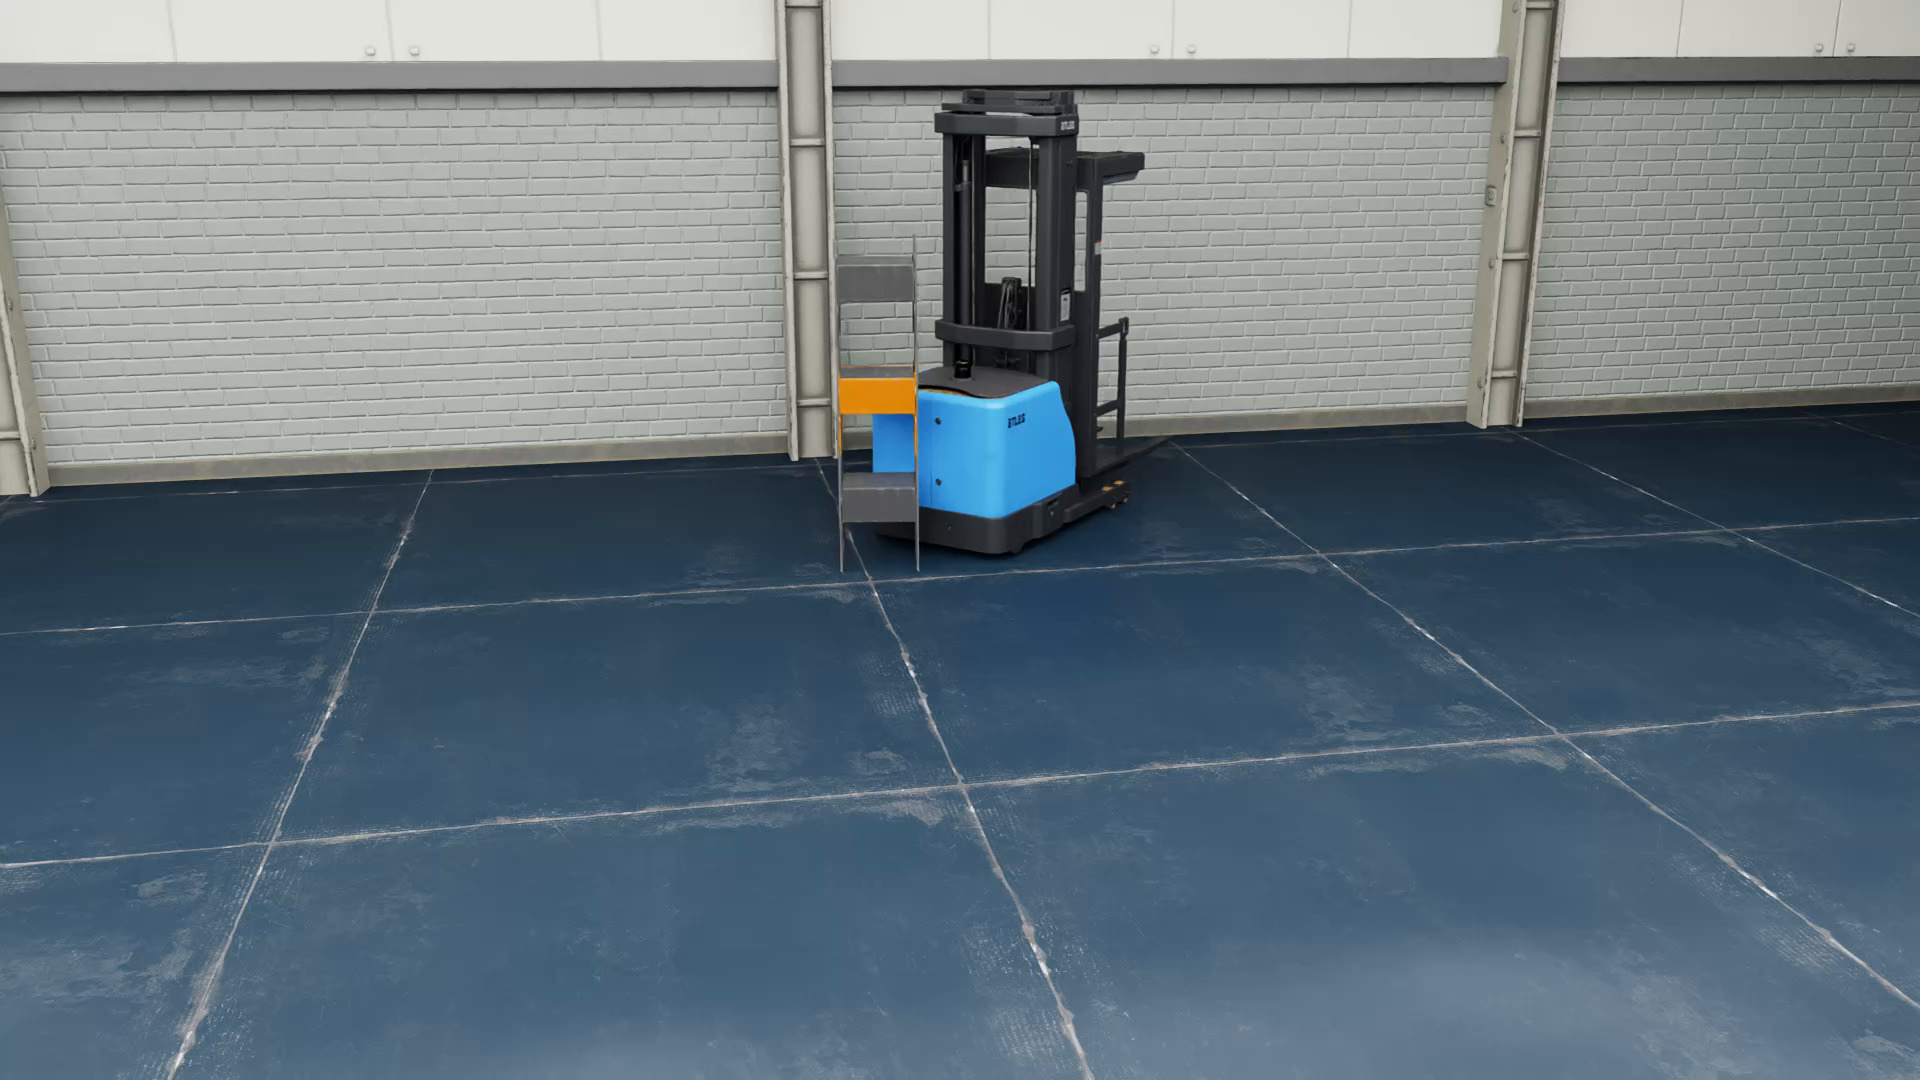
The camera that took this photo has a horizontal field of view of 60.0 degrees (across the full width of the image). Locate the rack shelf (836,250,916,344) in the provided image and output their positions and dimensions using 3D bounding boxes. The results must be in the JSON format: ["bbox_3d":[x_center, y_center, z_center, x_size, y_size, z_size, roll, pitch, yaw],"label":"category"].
[{"bbox_3d":[-0.520,-1.509,10.311,0.480,0.518,0.431,-1,17,-2],"label":"rack shelf"}]

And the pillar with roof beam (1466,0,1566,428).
[{"bbox_3d":[5.516,-4.089,9.297,0.400,9.000,9.100,-3,17,-10],"label":"pillar with roof beam"}]

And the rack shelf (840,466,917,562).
[{"bbox_3d":[-0.520,-0.171,10.722,0.480,0.518,0.431,-1,17,-2],"label":"rack shelf"}]

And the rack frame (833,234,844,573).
[{"bbox_3d":[-0.764,-0.850,10.502,0.015,2.100,0.400,-1,17,-2],"label":"rack frame"}]

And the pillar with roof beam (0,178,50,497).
[{"bbox_3d":[-6.266,-3.420,7.121,0.400,9.000,9.100,-3,17,-10],"label":"pillar with roof beam"}]

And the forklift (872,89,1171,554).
[{"bbox_3d":[0.604,-1.688,11.814,1.130,2.935,3.031,10,20,30],"label":"forklift"}]

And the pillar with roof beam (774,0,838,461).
[{"bbox_3d":[-0.375,-3.754,8.209,0.400,9.000,9.100,-3,17,-10],"label":"pillar with roof beam"}]

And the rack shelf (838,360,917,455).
[{"bbox_3d":[-0.520,-0.840,10.517,0.480,0.518,0.431,-1,17,-2],"label":"rack shelf"}]

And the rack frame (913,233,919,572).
[{"bbox_3d":[-0.276,-0.856,10.523,0.015,2.100,0.400,-1,17,-2],"label":"rack frame"}]

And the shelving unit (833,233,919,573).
[{"bbox_3d":[-0.520,-0.853,10.513,0.503,2.100,0.431,-1,17,-2],"label":"shelving unit"}]
